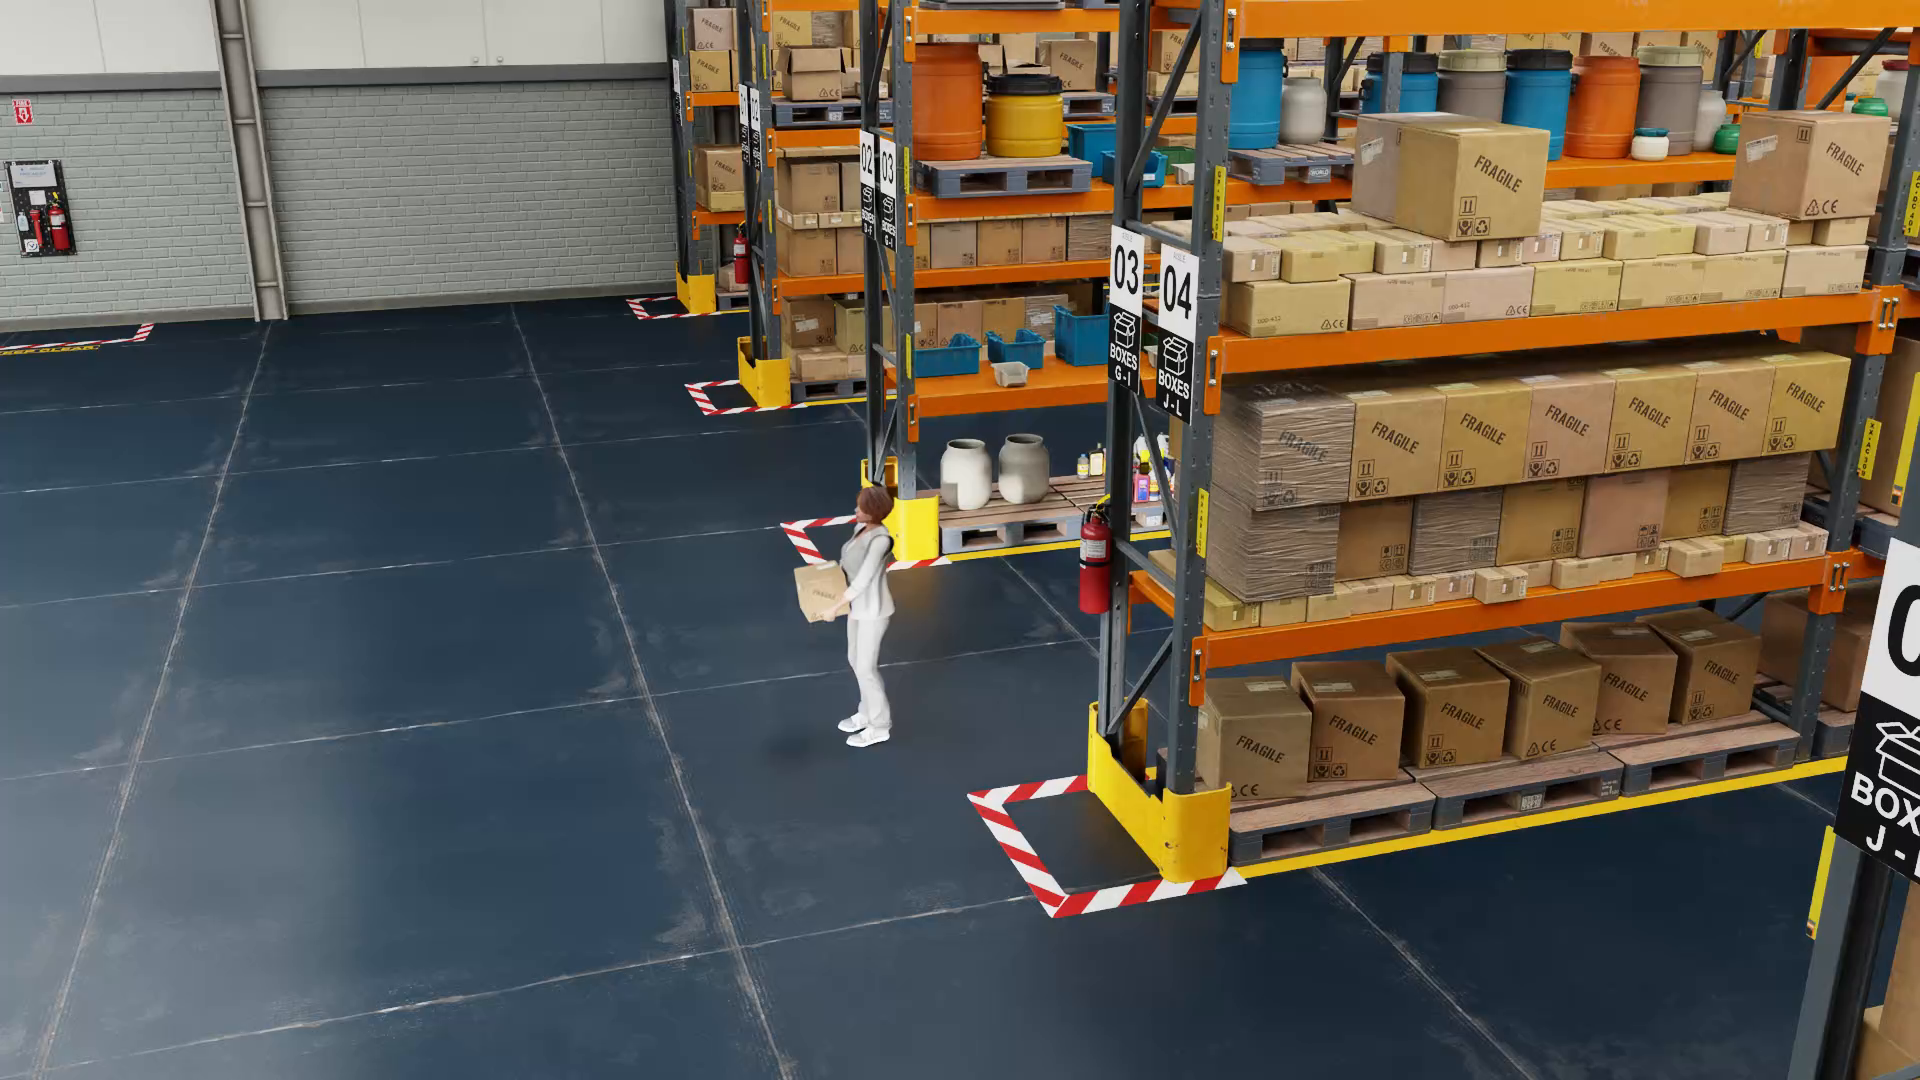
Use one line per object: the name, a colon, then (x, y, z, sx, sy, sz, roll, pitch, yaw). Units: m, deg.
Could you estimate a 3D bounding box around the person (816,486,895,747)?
person: (-0.635, 0.447, 9.839, 0.495, 1.588, 0.404, -6, 20, -16)
